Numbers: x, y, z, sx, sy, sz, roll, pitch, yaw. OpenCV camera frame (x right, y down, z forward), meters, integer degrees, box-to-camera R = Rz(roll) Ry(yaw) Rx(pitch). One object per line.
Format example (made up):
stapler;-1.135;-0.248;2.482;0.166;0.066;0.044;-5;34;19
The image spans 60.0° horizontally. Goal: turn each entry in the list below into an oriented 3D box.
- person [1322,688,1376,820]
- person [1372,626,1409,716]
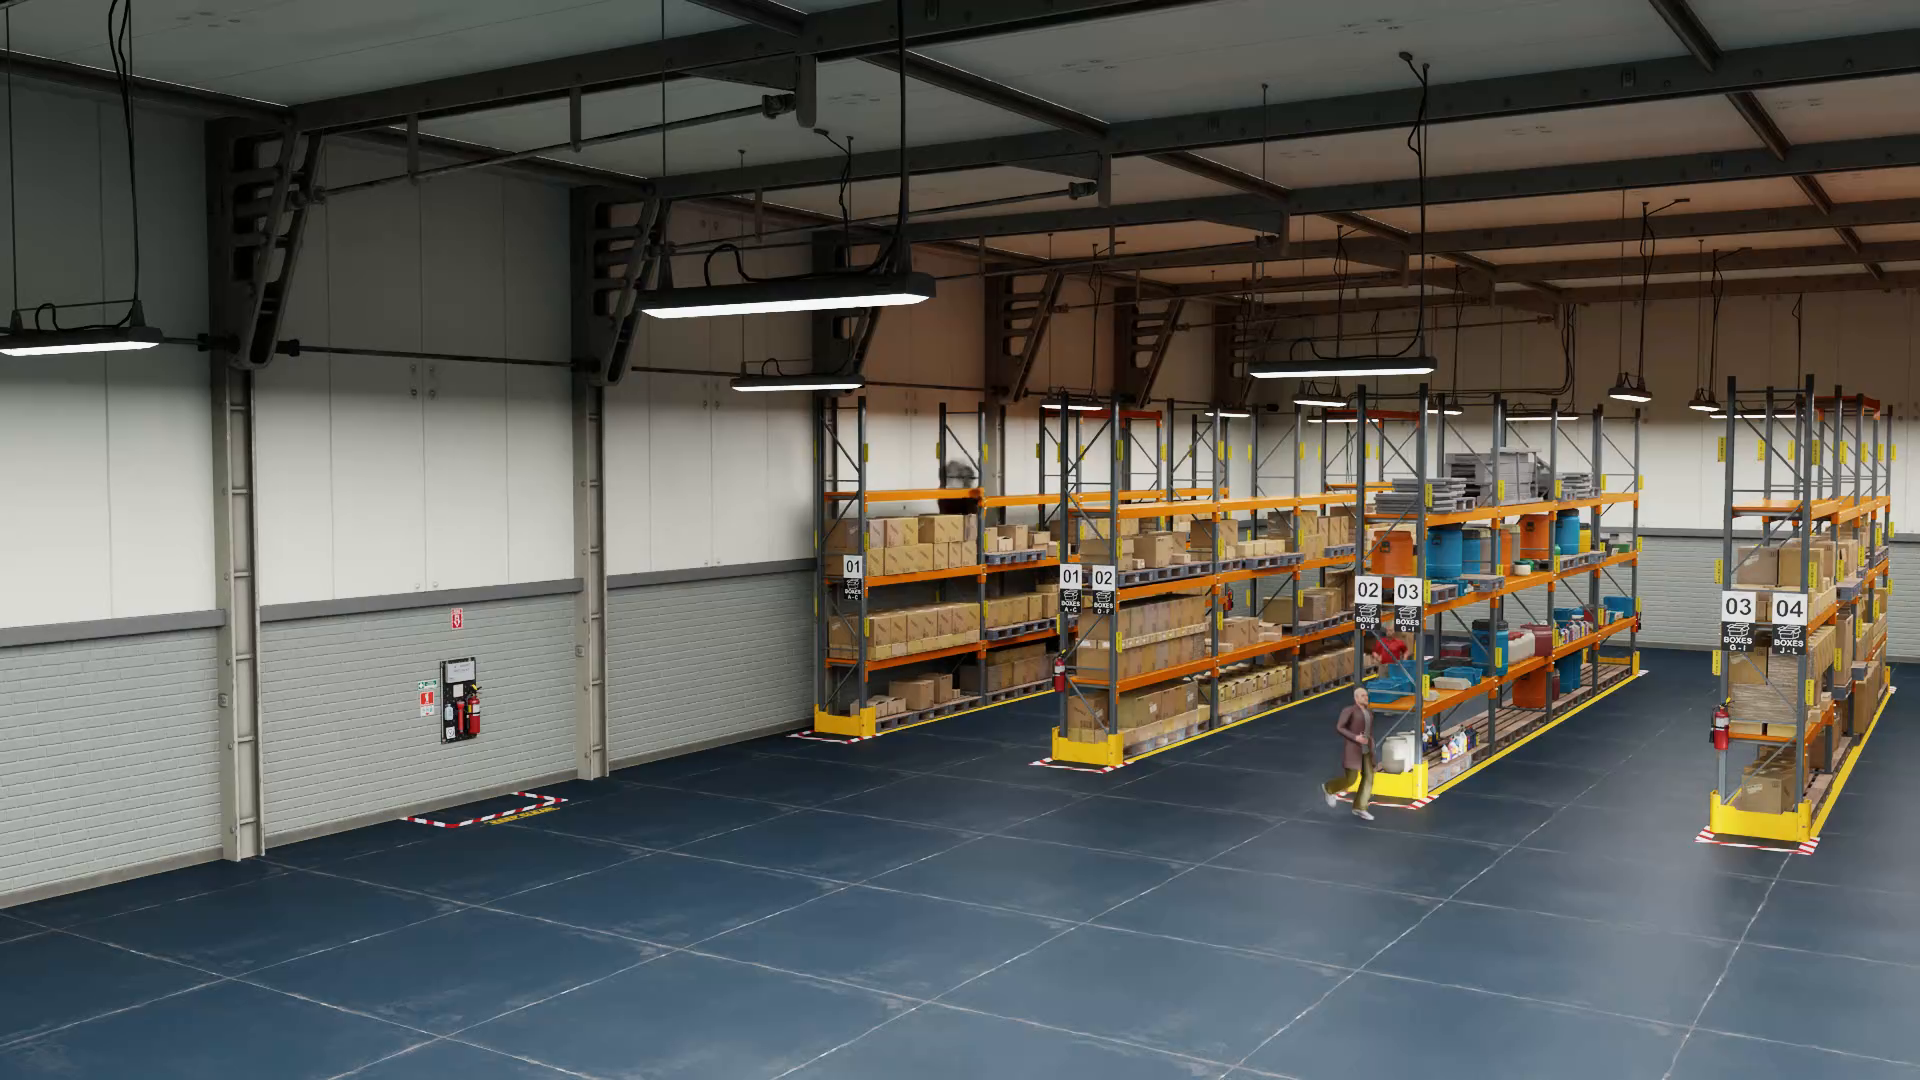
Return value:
person;5.472;2.926;23.021;0.724;1.768;0.880;-2;4;-32
person;8.222;2.483;31.804;0.676;1.692;0.860;1;3;24
